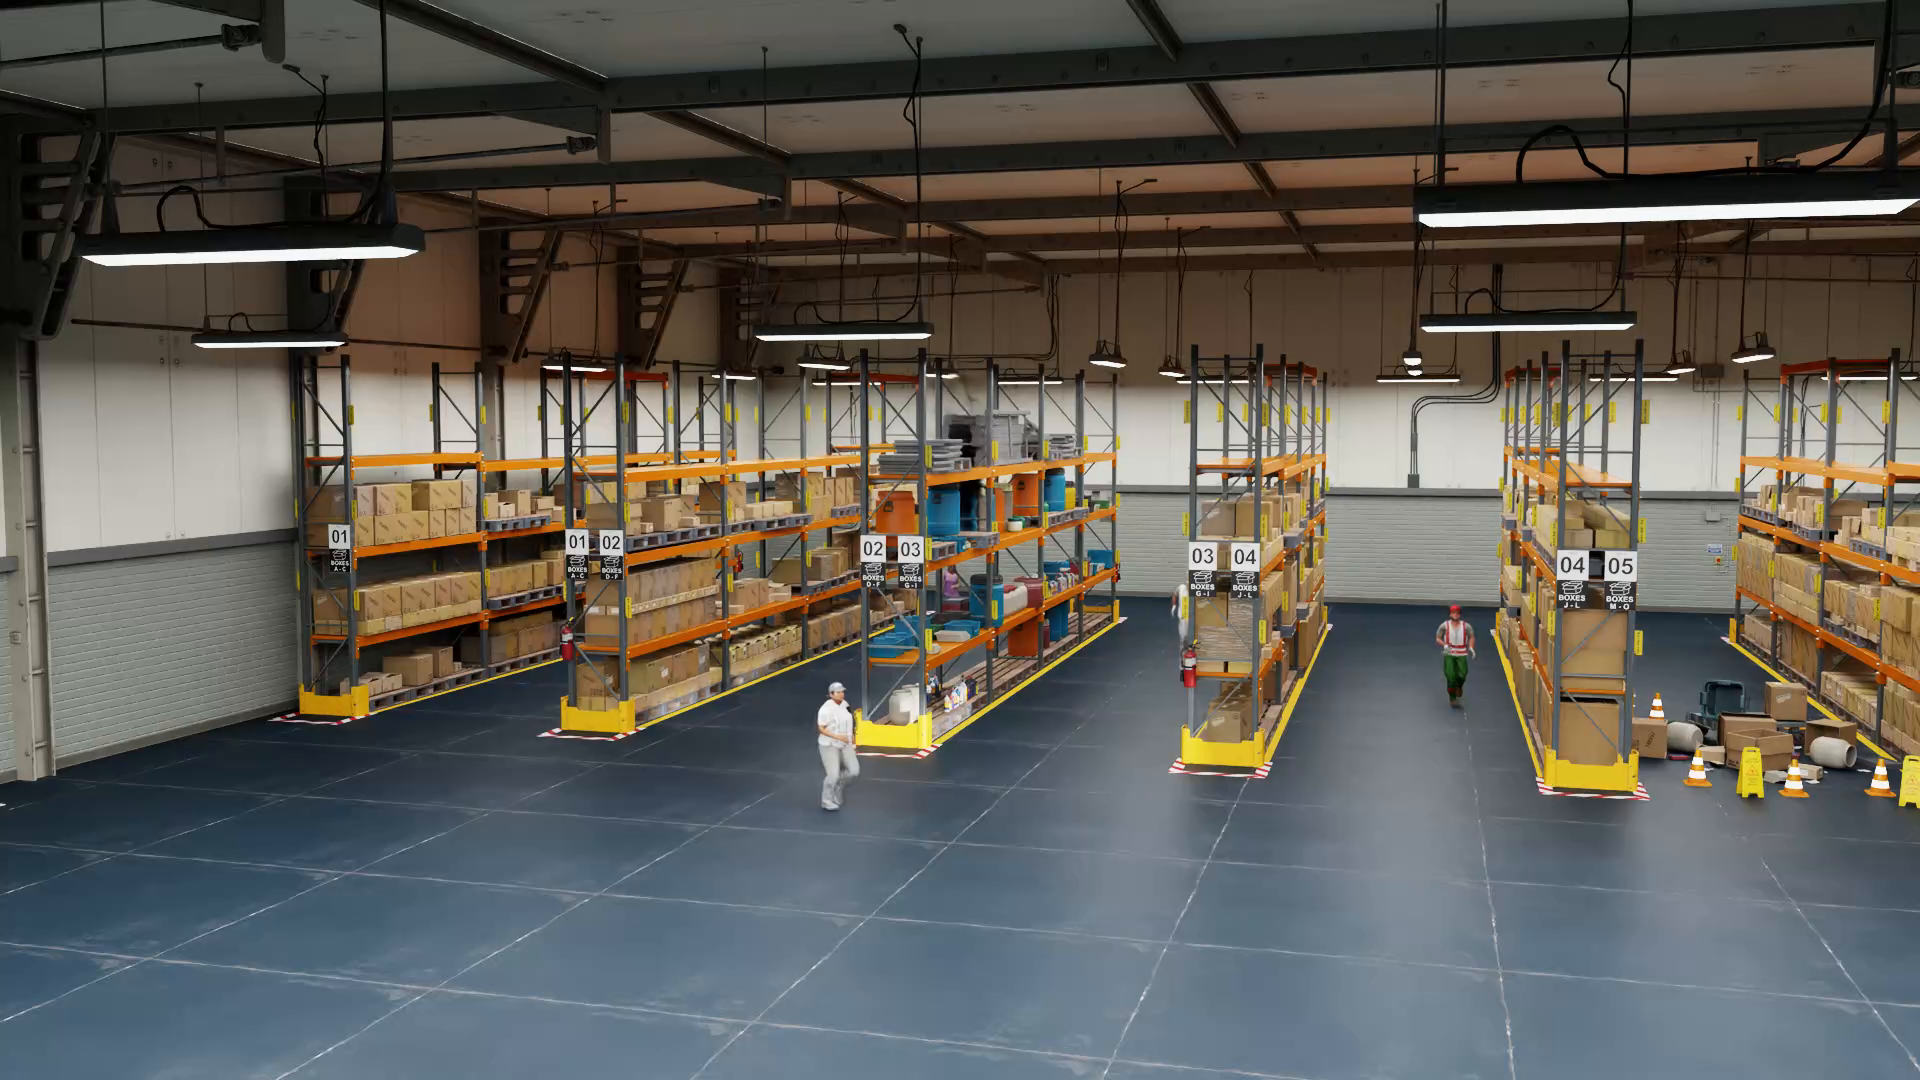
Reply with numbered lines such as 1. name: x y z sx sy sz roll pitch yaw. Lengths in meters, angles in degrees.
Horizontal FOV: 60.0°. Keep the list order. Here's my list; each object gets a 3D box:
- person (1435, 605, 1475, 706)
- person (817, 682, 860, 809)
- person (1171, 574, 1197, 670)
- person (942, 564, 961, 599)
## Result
1. person: 8.525 1.990 28.627 0.655 1.742 0.594 1 4 11
2. person: -1.512 2.601 21.042 0.569 1.618 0.646 4 6 43
3. person: 4.349 1.510 31.511 0.687 1.849 0.773 1 4 9
4. person: -0.225 1.309 38.575 0.508 1.587 0.656 0 4 -4
